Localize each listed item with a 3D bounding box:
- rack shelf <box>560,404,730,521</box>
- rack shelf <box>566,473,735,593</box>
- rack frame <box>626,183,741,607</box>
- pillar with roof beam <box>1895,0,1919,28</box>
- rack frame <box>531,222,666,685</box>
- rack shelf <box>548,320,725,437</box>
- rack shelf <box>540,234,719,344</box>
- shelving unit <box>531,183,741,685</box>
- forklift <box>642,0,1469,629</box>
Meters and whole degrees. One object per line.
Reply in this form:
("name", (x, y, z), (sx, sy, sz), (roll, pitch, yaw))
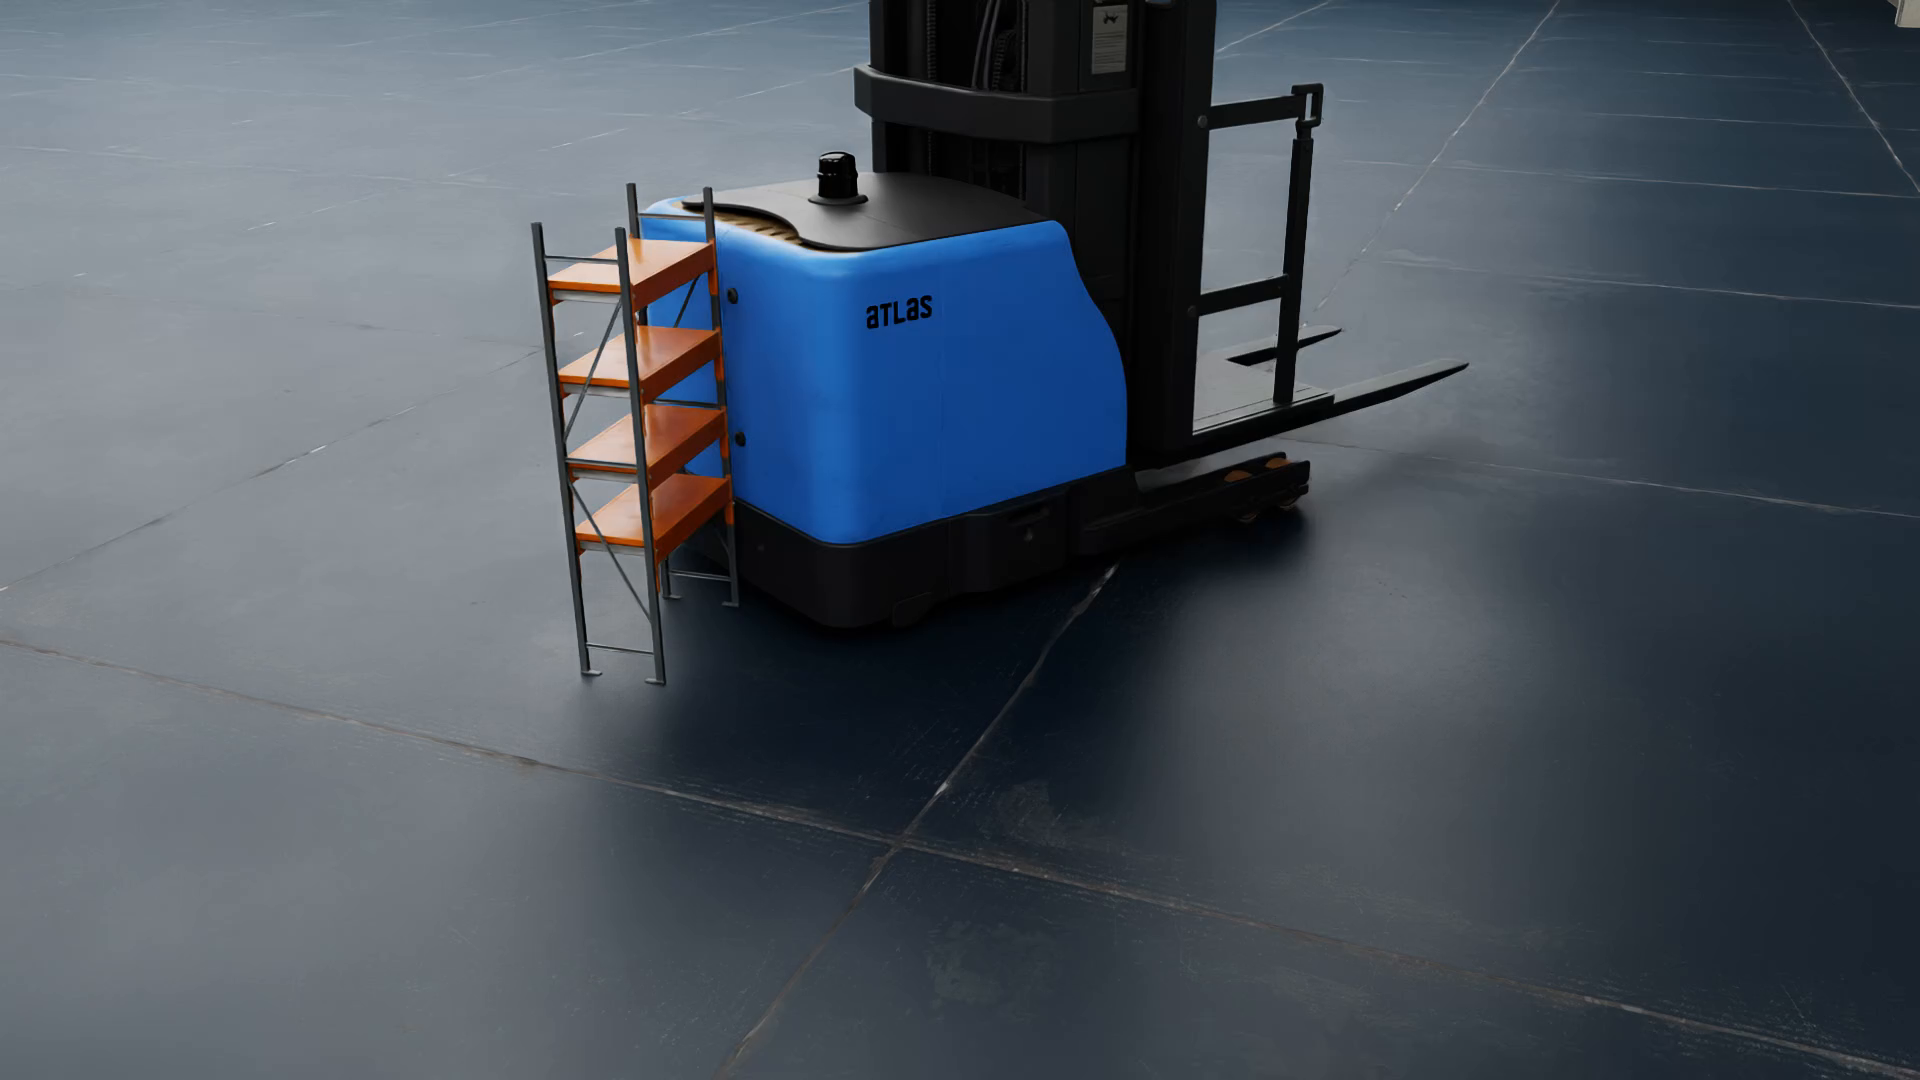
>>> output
("rack shelf", (-0.822, -0.219, 4.383), (0.258, 0.148, 0.480), (6, 24, 15))
("rack shelf", (-0.820, -0.036, 4.461), (0.258, 0.148, 0.480), (6, 24, 15))
("rack frame", (-0.753, -0.373, 4.571), (0.240, 1.200, 0.015), (6, 24, 15))
("pillar with roof beam", (7.554, -11.017, 19.949), (9.100, 9.000, 0.400), (9, 24, 20))
("rack frame", (-0.892, -0.188, 4.141), (0.240, 1.200, 0.015), (6, 24, 15))
("rack shelf", (-0.824, -0.425, 4.295), (0.258, 0.148, 0.480), (6, 24, 15))
("rack shelf", (-0.826, -0.642, 4.202), (0.258, 0.148, 0.480), (6, 24, 15))
("shelving unit", (-0.822, -0.281, 4.356), (0.258, 1.200, 0.503), (6, 24, 15))
("forklift", (0.531, -1.552, 5.163), (3.031, 2.935, 1.130), (-17, 28, -35))
